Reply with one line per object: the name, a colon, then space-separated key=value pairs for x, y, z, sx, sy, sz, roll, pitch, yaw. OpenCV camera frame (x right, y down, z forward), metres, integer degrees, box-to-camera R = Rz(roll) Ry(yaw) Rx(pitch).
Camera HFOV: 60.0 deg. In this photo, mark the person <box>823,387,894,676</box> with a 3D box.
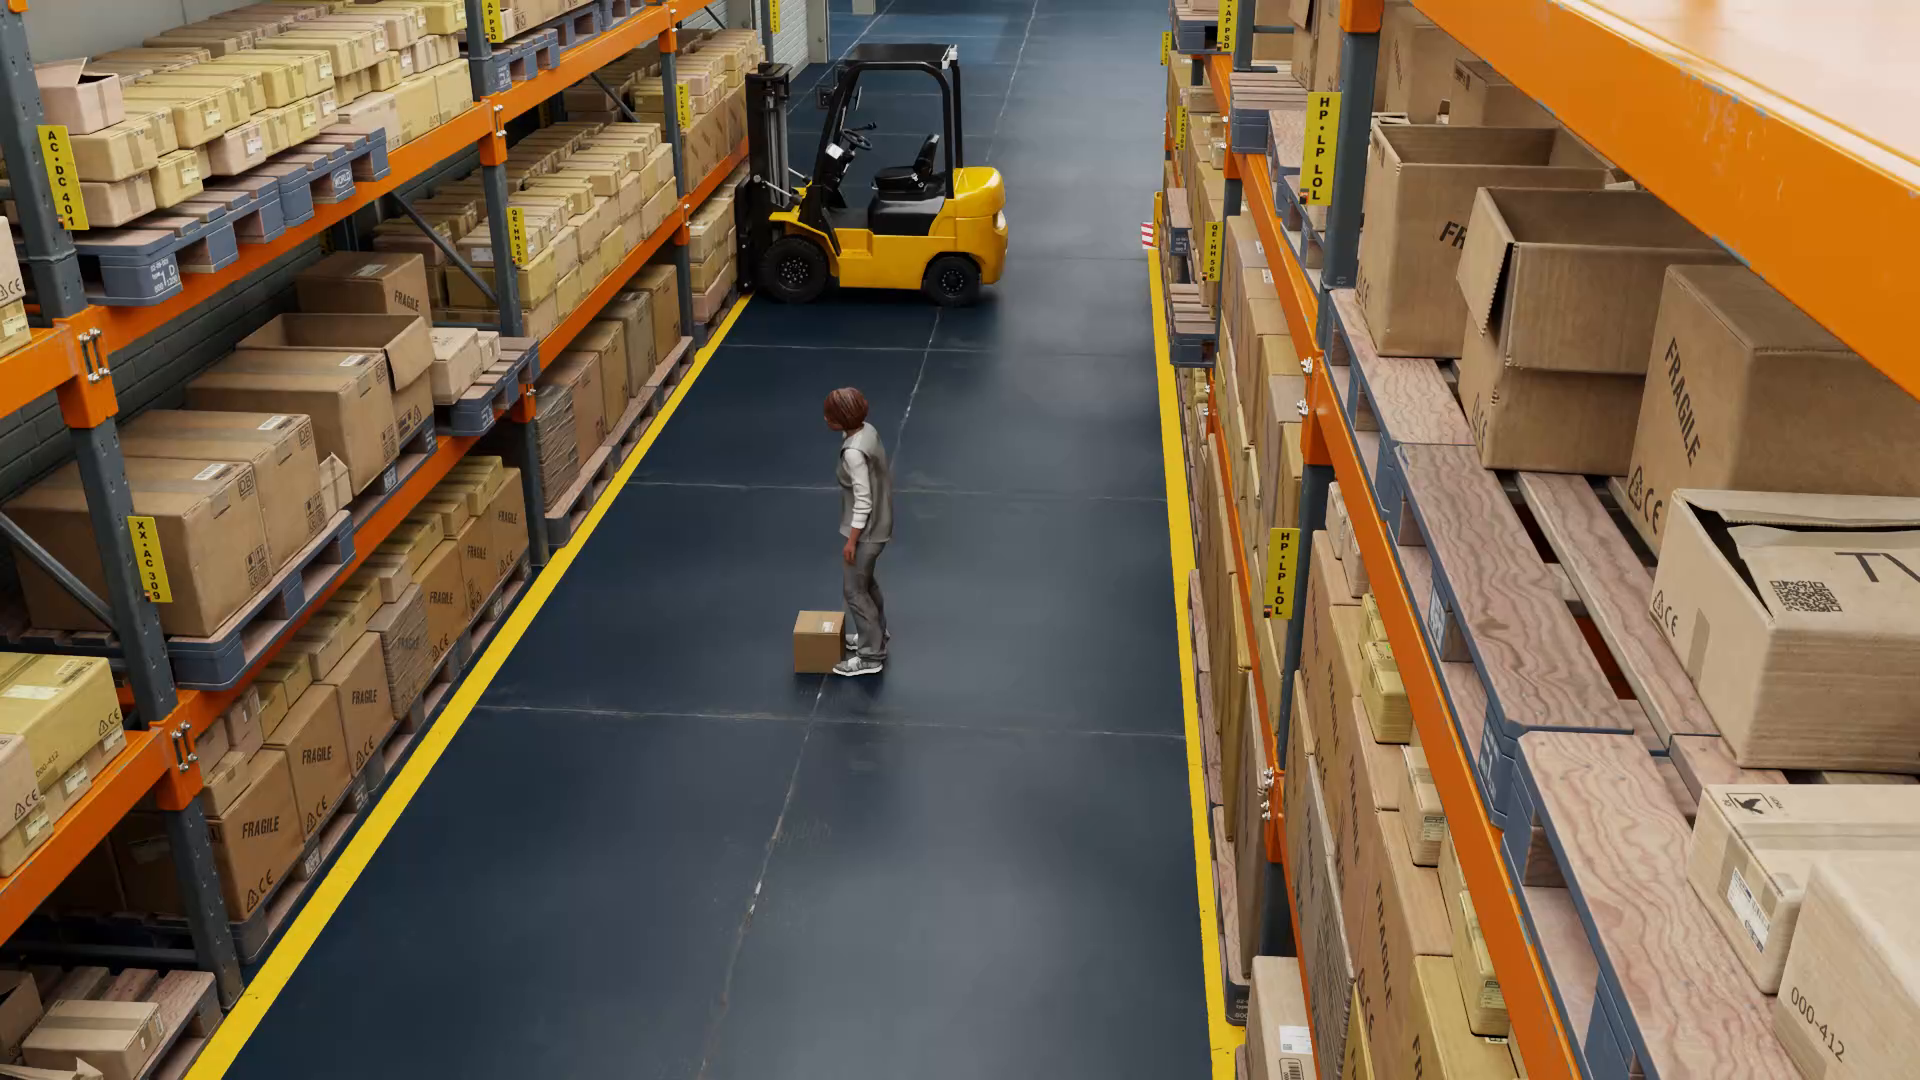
person: x=-0.517 y=-0.045 z=8.728 sx=0.343 sy=1.582 sz=0.480 roll=1 pitch=25 yaw=2
